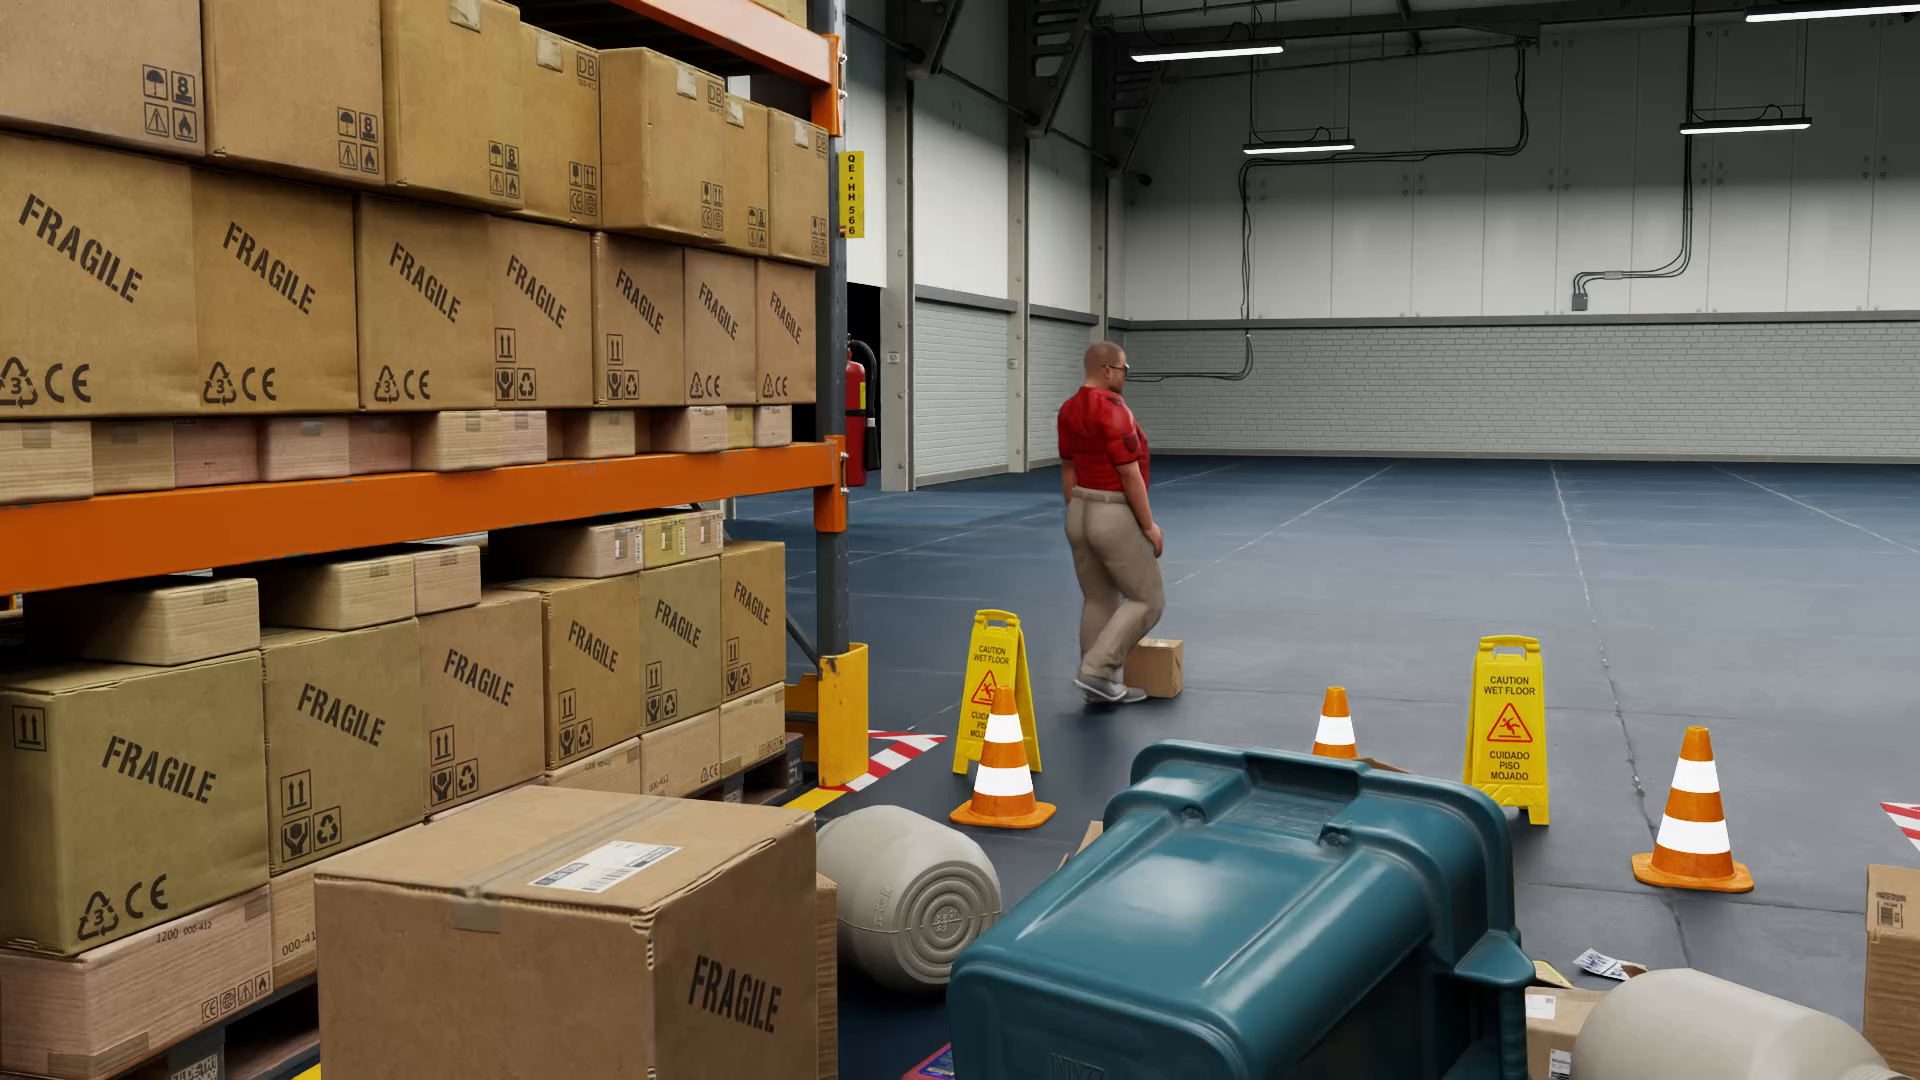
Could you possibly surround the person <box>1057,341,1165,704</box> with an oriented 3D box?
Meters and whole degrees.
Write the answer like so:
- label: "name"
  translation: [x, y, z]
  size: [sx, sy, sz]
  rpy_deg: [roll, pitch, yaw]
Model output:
- label: "person"
  translation: [0.723, -0.061, 7.773]
  size: [0.538, 1.721, 0.561]
  rpy_deg: [-3, 6, -31]
